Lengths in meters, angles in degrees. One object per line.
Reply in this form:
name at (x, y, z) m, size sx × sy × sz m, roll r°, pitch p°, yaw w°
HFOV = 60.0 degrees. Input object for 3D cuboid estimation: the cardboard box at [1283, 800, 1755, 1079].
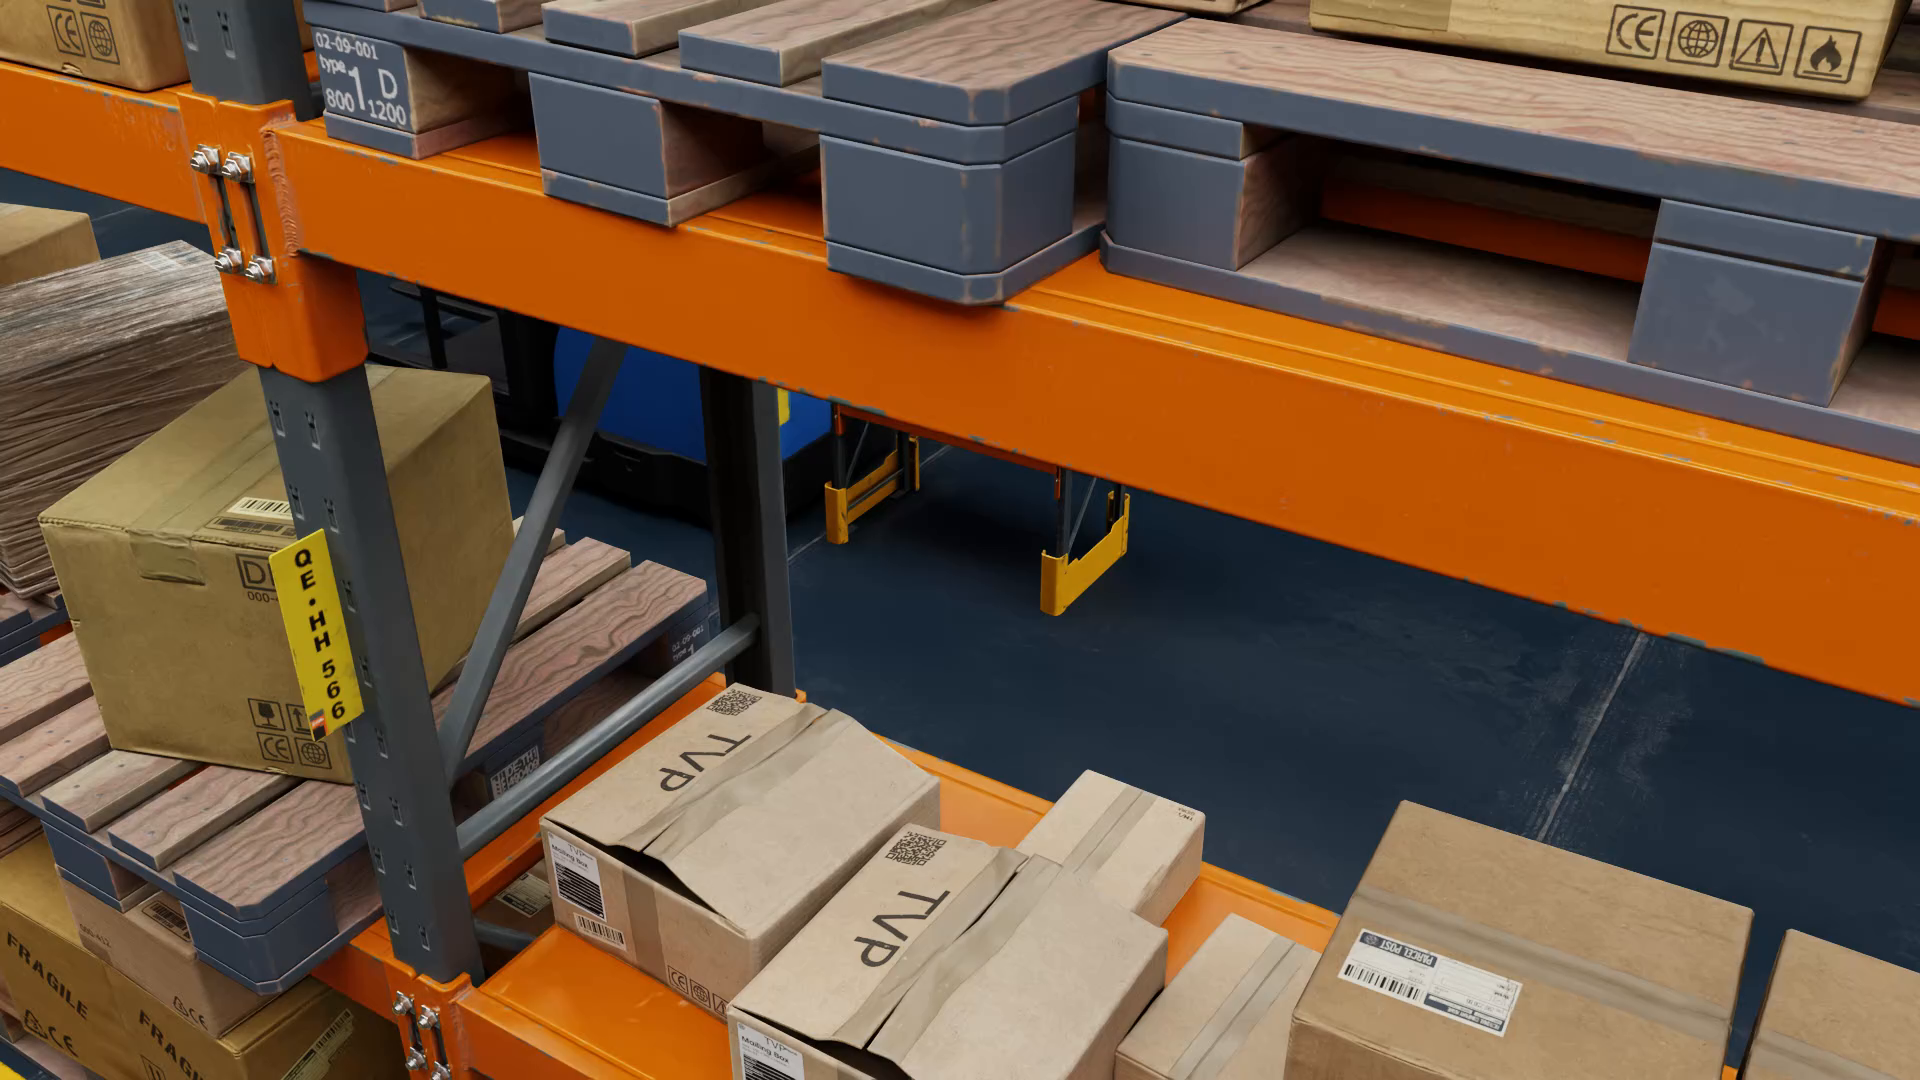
cardboard box at (0.765, 0.774, 2.347) m, size 0.500 × 0.500 × 0.500 m, roll 16°, pitch 34°, yaw 25°

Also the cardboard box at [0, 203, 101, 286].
cardboard box at (-2.524, -0.474, 4.070) m, size 0.500 × 0.500 × 0.700 m, roll 9°, pitch 31°, yaw 15°

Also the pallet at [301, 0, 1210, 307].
pallet at (-0.043, -0.696, 2.176) m, size 1.003 × 0.211 × 1.213 m, roll 19°, pitch 35°, yaw 30°

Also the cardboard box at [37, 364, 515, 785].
cardboard box at (-1.258, 0.030, 3.207) m, size 0.500 × 0.500 × 0.700 m, roll 6°, pitch 31°, yaw 11°

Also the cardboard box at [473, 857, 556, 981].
cardboard box at (-0.898, 1.021, 4.068) m, size 0.500 × 0.500 × 0.500 m, roll 19°, pitch 35°, yaw 29°

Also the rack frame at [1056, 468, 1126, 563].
rack frame at (0.503, -0.489, 6.099) m, size 0.032 × 1.500 × 0.500 m, roll 18°, pitch 35°, yaw 27°

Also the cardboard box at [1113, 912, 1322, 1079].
cardboard box at (0.445, 0.801, 2.650) m, size 0.250 × 0.149 × 0.380 m, roll 20°, pitch 36°, yaw 31°

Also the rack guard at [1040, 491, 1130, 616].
rack guard at (0.486, 0.046, 6.423) m, size 0.087 × 0.250 × 0.587 m, roll 18°, pitch 35°, yaw 27°

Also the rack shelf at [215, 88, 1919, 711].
rack shelf at (1.029, -0.074, 1.638) m, size 4.000 × 0.370 × 1.077 m, roll 18°, pitch 35°, yaw 27°

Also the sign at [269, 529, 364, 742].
sign at (-0.945, 0.143, 2.458) m, size 0.005 × 0.325 × 0.100 m, roll 18°, pitch 35°, yaw 27°

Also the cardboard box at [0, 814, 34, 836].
cardboard box at (-2.500, 0.505, 4.208) m, size 0.500 × 0.250 × 0.500 m, roll 17°, pitch 34°, yaw 26°

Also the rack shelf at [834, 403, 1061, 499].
rack shelf at (0.072, -0.470, 6.424) m, size 1.000 × 0.185 × 0.538 m, roll 18°, pitch 35°, yaw 27°

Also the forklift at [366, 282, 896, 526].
forklift at (-1.807, -1.858, 7.027) m, size 3.031 × 2.935 × 1.130 m, roll 18°, pitch 35°, yaw 27°

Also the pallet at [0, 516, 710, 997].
pallet at (-1.276, 0.306, 3.439) m, size 1.003 × 0.211 × 1.213 m, roll 18°, pitch 35°, yaw 27°

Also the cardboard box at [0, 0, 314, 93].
cardboard box at (-1.052, -1.067, 2.525) m, size 0.500 × 0.500 × 0.910 m, roll 18°, pitch 35°, yaw 27°

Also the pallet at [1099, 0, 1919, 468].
pallet at (0.906, -0.397, 1.665) m, size 1.213 × 0.211 × 1.003 m, roll 19°, pitch 35°, yaw 30°

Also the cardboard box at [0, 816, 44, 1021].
cardboard box at (-2.468, 0.837, 4.382) m, size 0.500 × 0.500 × 0.500 m, roll 16°, pitch 34°, yaw 26°

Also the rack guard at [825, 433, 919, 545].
rack guard at (-0.357, -0.221, 6.881) m, size 0.087 × 0.250 × 0.587 m, roll 18°, pitch 35°, yaw 27°

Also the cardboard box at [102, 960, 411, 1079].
cardboard box at (-1.582, 1.114, 3.908) m, size 0.500 × 0.500 × 0.500 m, roll 19°, pitch 35°, yaw 29°

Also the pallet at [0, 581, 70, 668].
pallet at (-2.314, -0.061, 4.069) m, size 1.213 × 0.211 × 1.003 m, roll 18°, pitch 35°, yaw 27°

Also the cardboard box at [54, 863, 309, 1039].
cardboard box at (-1.632, 0.777, 3.741) m, size 0.500 × 0.250 × 0.500 m, roll 19°, pitch 35°, yaw 29°

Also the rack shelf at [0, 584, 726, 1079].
rack shelf at (-2.359, 0.150, 4.230) m, size 4.000 × 0.370 × 1.077 m, roll 18°, pitch 35°, yaw 27°

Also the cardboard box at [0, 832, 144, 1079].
cardboard box at (-2.020, 0.975, 4.145) m, size 0.500 × 0.500 × 0.500 m, roll 16°, pitch 34°, yaw 26°

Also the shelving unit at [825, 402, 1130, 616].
shelving unit at (0.065, -0.627, 6.337) m, size 1.083 × 1.500 × 0.587 m, roll 18°, pitch 35°, yaw 27°

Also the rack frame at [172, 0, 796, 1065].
rack frame at (-0.667, 0.376, 3.128) m, size 0.053 × 2.616 × 0.949 m, roll 18°, pitch 35°, yaw 27°

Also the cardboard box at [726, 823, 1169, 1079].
cardboard box at (-0.010, 0.736, 2.601) m, size 0.500 × 0.311 × 0.500 m, roll 17°, pitch 34°, yaw 27°

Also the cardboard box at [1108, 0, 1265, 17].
cardboard box at (0.203, -0.807, 1.912) m, size 0.500 × 0.250 × 0.500 m, roll 19°, pitch 35°, yaw 29°

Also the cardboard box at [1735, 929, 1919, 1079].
cardboard box at (1.211, 0.915, 2.105) m, size 0.500 × 0.500 × 0.500 m, roll 18°, pitch 35°, yaw 27°

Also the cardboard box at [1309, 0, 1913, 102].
cardboard box at (0.681, -0.649, 1.641) m, size 0.500 × 0.250 × 0.500 m, roll 17°, pitch 34°, yaw 26°

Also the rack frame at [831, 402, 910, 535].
rack frame at (-0.358, -0.761, 6.566) m, size 0.032 × 1.500 × 0.500 m, roll 18°, pitch 35°, yaw 27°

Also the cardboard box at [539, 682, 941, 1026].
cardboard box at (-0.380, 0.529, 2.954) m, size 0.500 × 0.311 × 0.500 m, roll 20°, pitch 36°, yaw 30°

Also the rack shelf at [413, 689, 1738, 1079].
rack shelf at (1.029, 1.221, 2.394) m, size 4.000 × 0.370 × 1.077 m, roll 18°, pitch 35°, yaw 27°

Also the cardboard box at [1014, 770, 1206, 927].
cardboard box at (0.244, 0.606, 2.983) m, size 0.250 × 0.149 × 0.380 m, roll 18°, pitch 35°, yaw 27°

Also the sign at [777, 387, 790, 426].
sign at (-0.373, -0.363, 3.247) m, size 0.005 × 0.325 × 0.100 m, roll 18°, pitch 35°, yaw 27°

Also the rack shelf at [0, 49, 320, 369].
rack shelf at (-2.359, -1.146, 3.475) m, size 4.000 × 0.370 × 1.077 m, roll 18°, pitch 35°, yaw 27°

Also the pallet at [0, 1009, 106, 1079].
pallet at (-2.306, 1.036, 4.765) m, size 1.213 × 0.211 × 1.003 m, roll 18°, pitch 35°, yaw 27°

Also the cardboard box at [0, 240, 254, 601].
cardboard box at (-1.931, -0.297, 3.766) m, size 0.500 × 0.500 × 0.700 m, roll 25°, pitch 39°, yaw 36°
